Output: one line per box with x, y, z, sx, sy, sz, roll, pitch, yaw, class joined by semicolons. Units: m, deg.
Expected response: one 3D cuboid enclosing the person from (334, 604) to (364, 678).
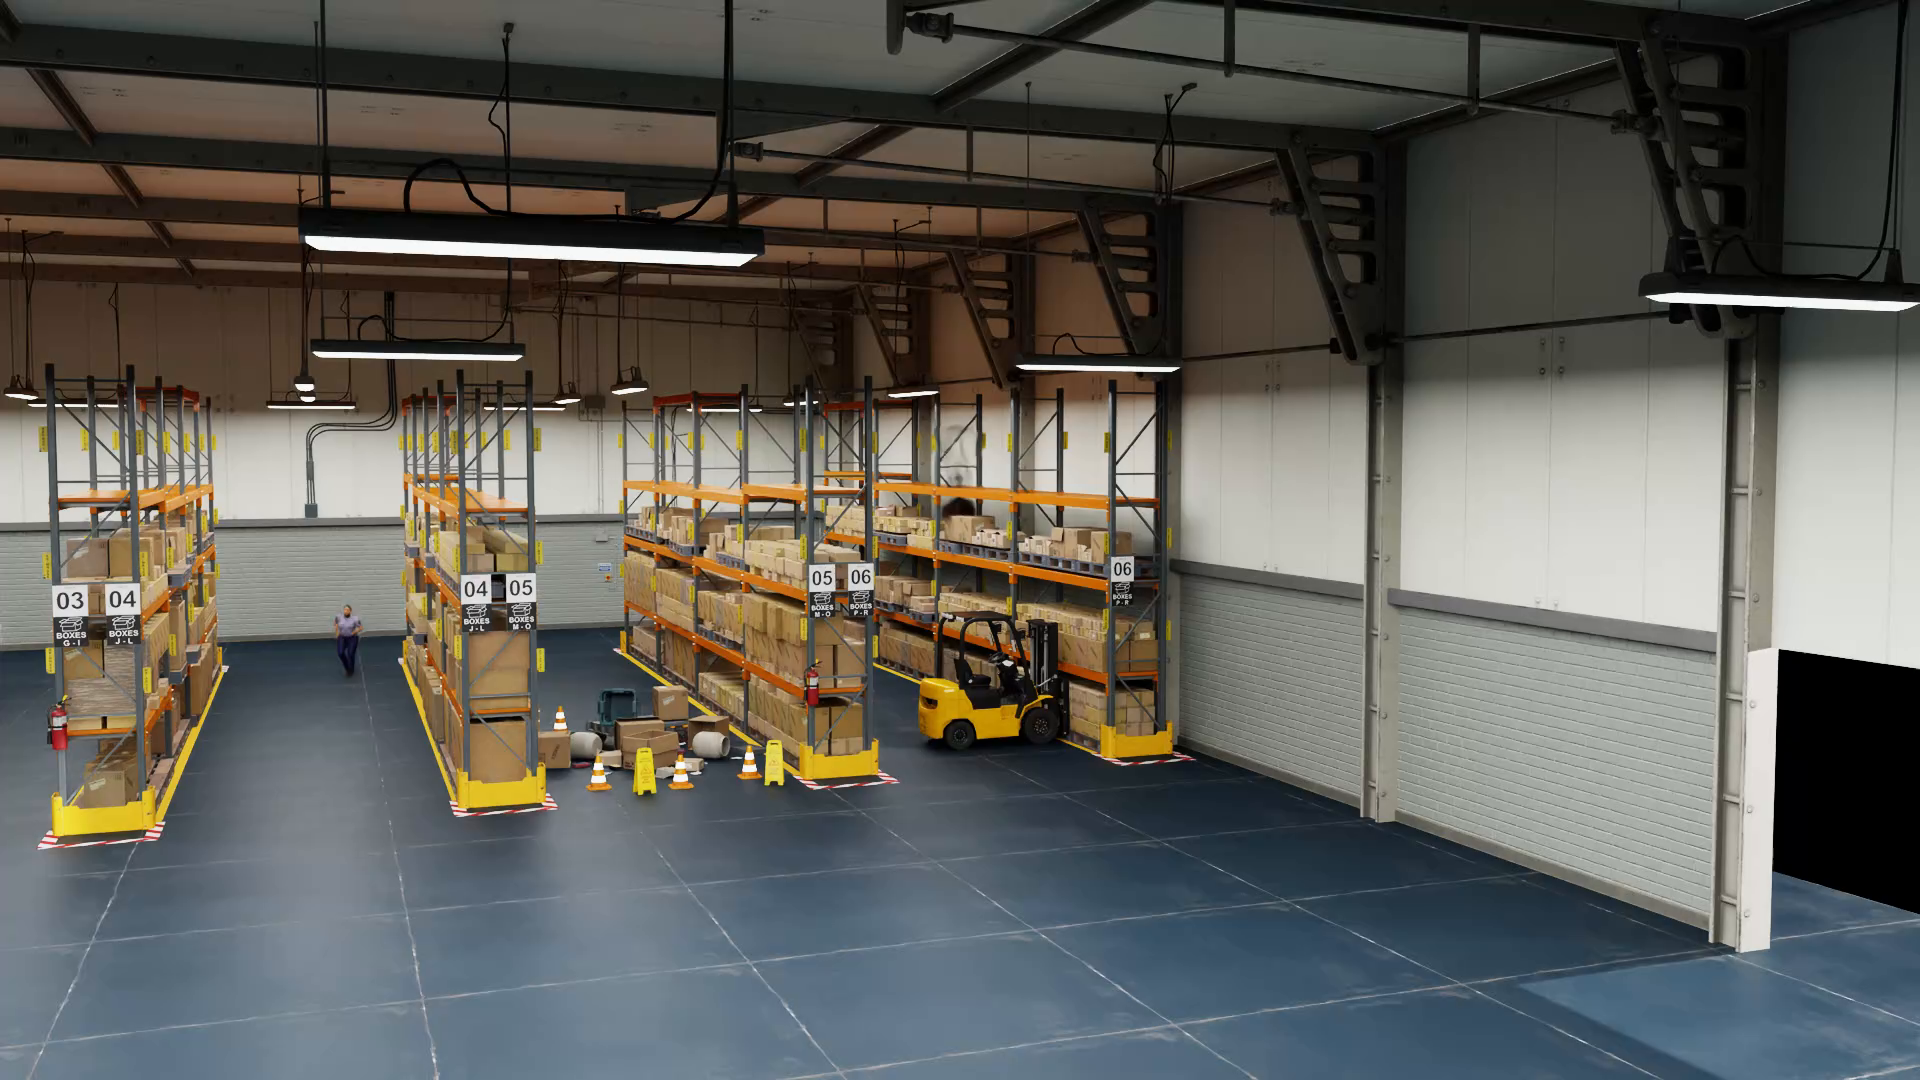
-13.124;2.157;35.734;0.619;1.601;0.847;-1;3;-12;person
